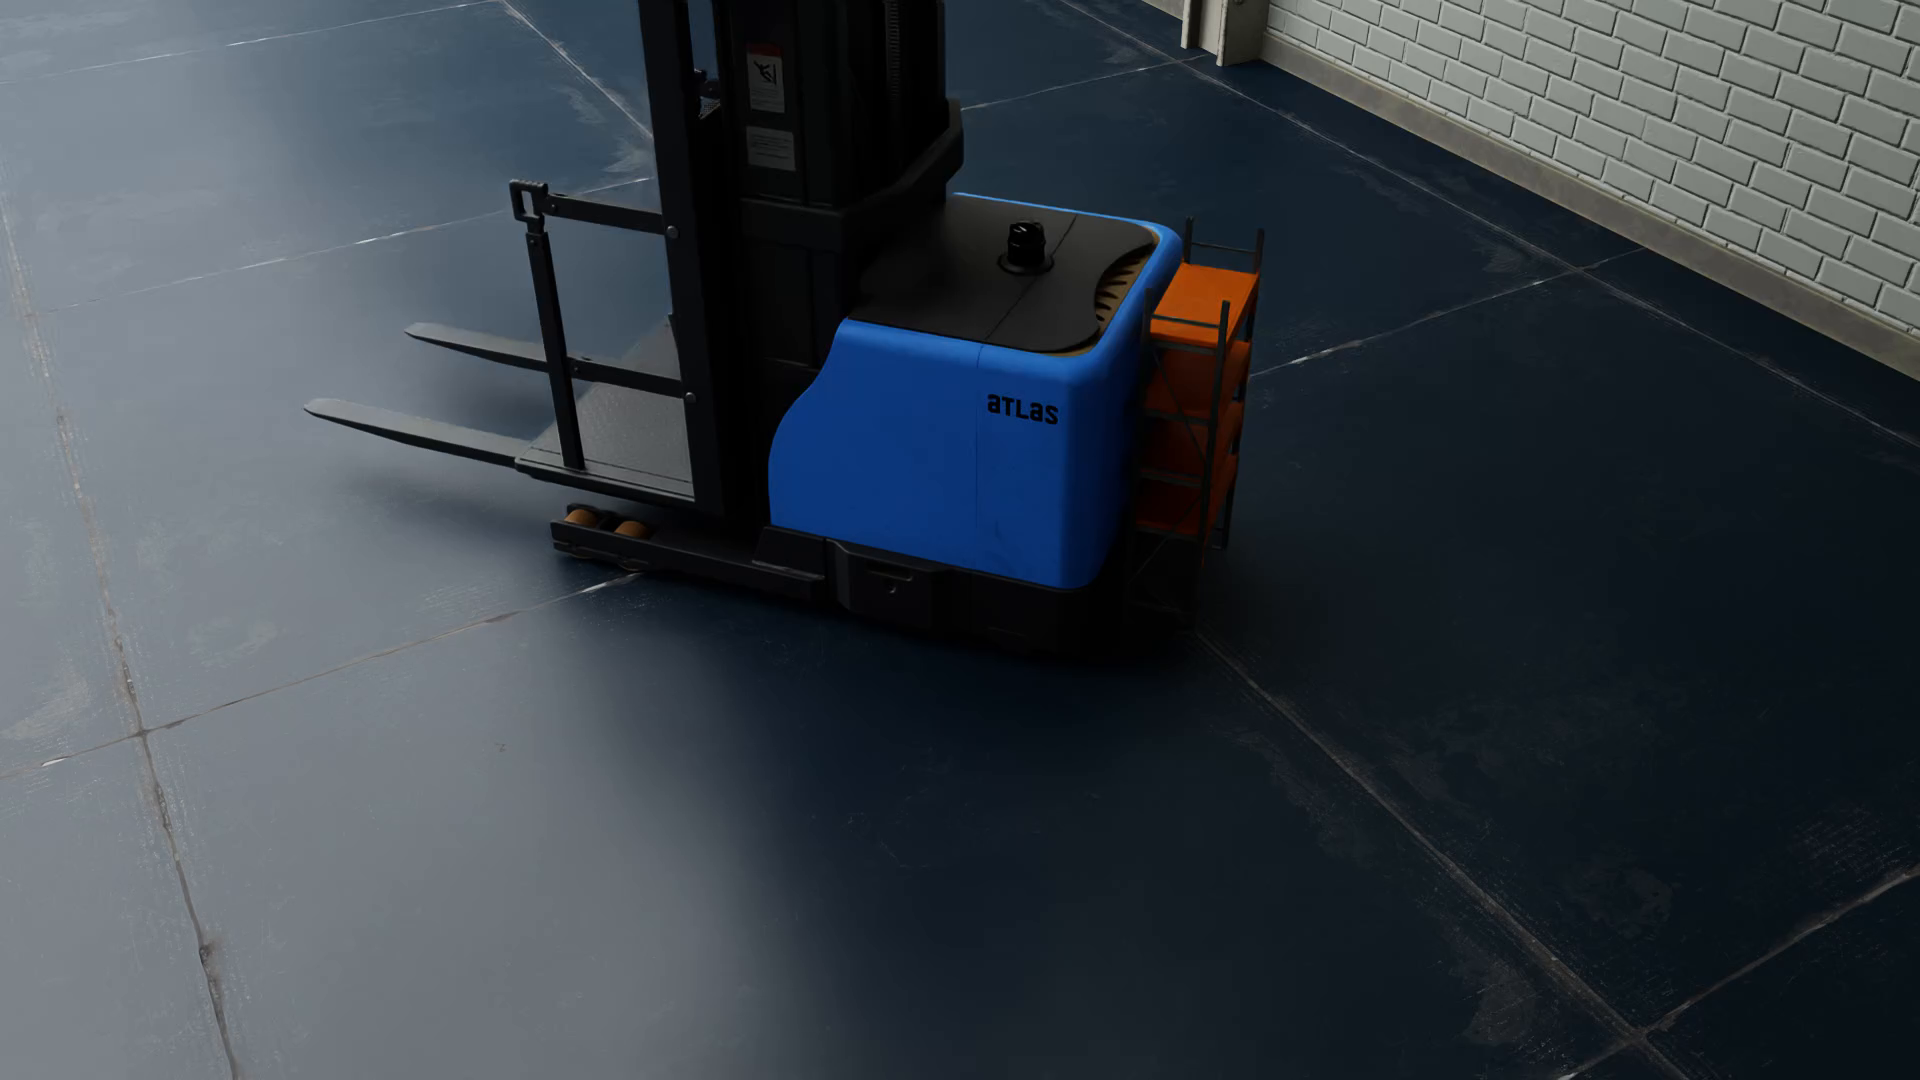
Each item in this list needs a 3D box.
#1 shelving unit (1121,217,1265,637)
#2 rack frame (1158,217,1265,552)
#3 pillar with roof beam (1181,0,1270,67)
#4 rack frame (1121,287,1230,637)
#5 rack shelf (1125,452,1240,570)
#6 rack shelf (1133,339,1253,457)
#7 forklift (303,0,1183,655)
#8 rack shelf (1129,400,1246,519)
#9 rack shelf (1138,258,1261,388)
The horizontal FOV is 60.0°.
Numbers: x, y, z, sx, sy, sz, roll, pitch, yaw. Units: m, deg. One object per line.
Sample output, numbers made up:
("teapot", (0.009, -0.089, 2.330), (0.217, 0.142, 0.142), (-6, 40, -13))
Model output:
("shelving unit", (0.719, -0.336, 5.193), (0.258, 1.200, 0.503), (12, 38, 16))
("rack frame", (0.802, -0.471, 5.378), (0.240, 1.200, 0.015), (12, 38, 16))
("pillar with roof beam", (-2.206, -5.185, 5.219), (9.100, 9.000, 0.400), (-19, 40, -24))
("rack frame", (0.636, -0.201, 5.007), (0.240, 1.200, 0.015), (12, 38, 16))
("rack shelf", (0.719, -0.121, 5.350), (0.258, 0.148, 0.480), (12, 38, 16))
("rack shelf", (0.719, -0.462, 5.101), (0.258, 0.148, 0.480), (12, 38, 16))
("forklift", (-0.848, -1.357, 5.122), (3.031, 2.935, 1.130), (12, 38, 16))
("rack shelf", (0.719, -0.282, 5.233), (0.258, 0.148, 0.480), (12, 38, 16))
("rack shelf", (0.719, -0.653, 4.961), (0.258, 0.148, 0.480), (12, 38, 16))
